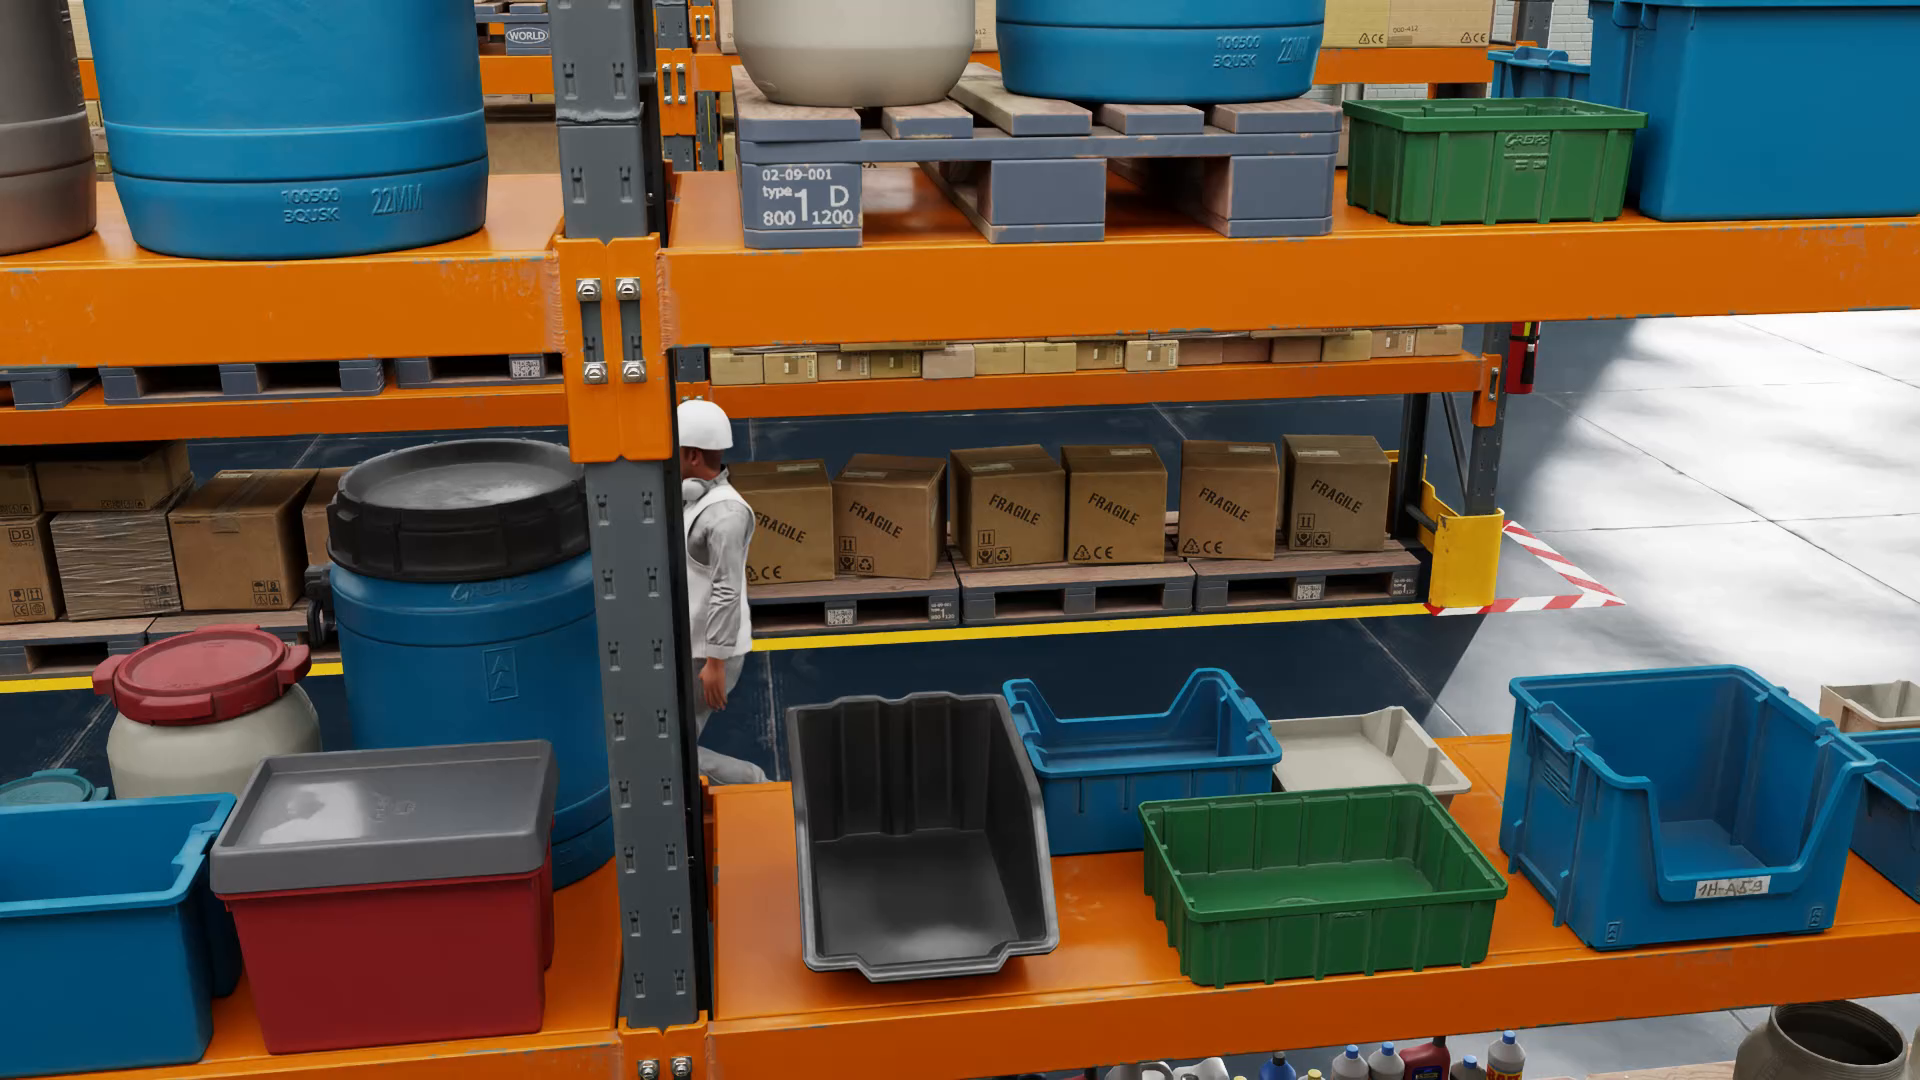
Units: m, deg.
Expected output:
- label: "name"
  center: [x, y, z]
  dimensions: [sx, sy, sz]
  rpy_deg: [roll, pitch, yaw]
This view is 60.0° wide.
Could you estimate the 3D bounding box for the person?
- label: "person"
  center: [-1.042, 0.384, 5.957]
  dimensions: [0.688, 1.752, 0.601]
  rpy_deg: [-8, 21, -21]
